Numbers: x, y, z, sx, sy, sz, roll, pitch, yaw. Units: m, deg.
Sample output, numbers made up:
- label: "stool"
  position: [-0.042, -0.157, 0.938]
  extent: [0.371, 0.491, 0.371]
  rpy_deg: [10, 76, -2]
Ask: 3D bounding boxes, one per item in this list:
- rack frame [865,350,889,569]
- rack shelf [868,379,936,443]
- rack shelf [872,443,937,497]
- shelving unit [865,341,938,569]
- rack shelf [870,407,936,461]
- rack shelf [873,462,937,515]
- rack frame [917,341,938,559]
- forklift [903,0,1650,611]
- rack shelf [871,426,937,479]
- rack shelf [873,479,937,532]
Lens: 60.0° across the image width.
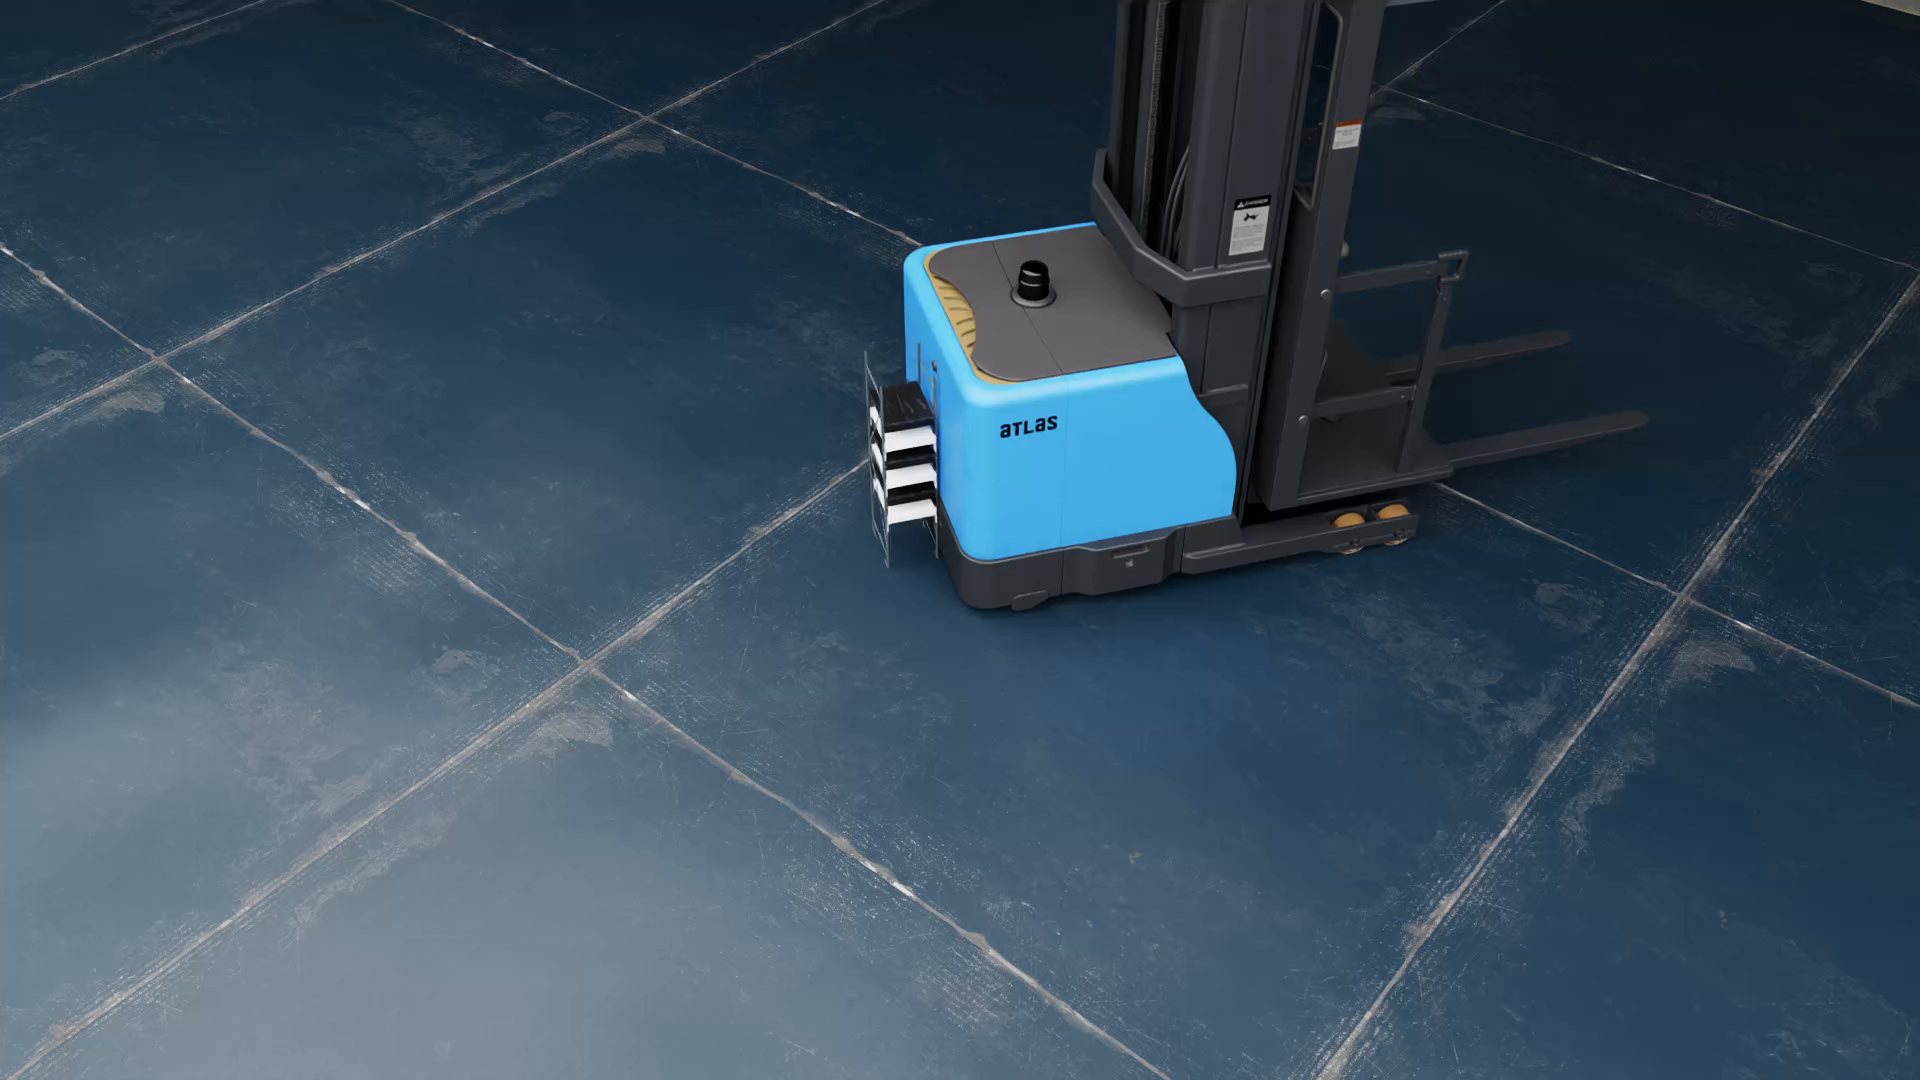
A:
- label: "rack frame"
  position: [-0.318, -0.295, 6.405]
  extent: [0.006, 0.900, 0.240]
  rpy_deg: [-11, 43, -12]
- label: "rack shelf"
  position: [-0.221, -0.489, 6.267]
  extent: [0.200, 0.077, 0.258]
  rpy_deg: [-11, 43, -12]
- label: "rack shelf"
  position: [-0.221, -0.290, 6.449]
  extent: [0.200, 0.077, 0.258]
  rpy_deg: [-11, 43, -12]
- label: "shelving unit"
  position: [-0.221, -0.314, 6.427]
  extent: [0.210, 0.900, 0.258]
  rpy_deg: [-11, 43, -12]
- label: "rack shelf"
  position: [-0.221, -0.423, 6.328]
  extent: [0.200, 0.077, 0.258]
  rpy_deg: [-11, 43, -12]
- label: "rack shelf"
  position: [-0.221, -0.223, 6.510]
  extent: [0.200, 0.077, 0.258]
  rpy_deg: [-11, 43, -12]
- label: "rack frame"
  position: [-0.124, -0.334, 6.448]
  extent: [0.006, 0.900, 0.240]
  rpy_deg: [-11, 43, -12]
- label: "forklift"
  position: [1.344, -1.362, 6.069]
  extent: [3.031, 2.935, 1.130]
  rpy_deg: [-11, 43, -11]
- label: "rack shelf"
  position: [-0.221, -0.356, 6.389]
  extent: [0.200, 0.077, 0.258]
  rpy_deg: [-11, 43, -12]
- label: "rack shelf"
  position: [-0.221, -0.156, 6.570]
  extent: [0.200, 0.077, 0.258]
  rpy_deg: [-11, 43, -12]
